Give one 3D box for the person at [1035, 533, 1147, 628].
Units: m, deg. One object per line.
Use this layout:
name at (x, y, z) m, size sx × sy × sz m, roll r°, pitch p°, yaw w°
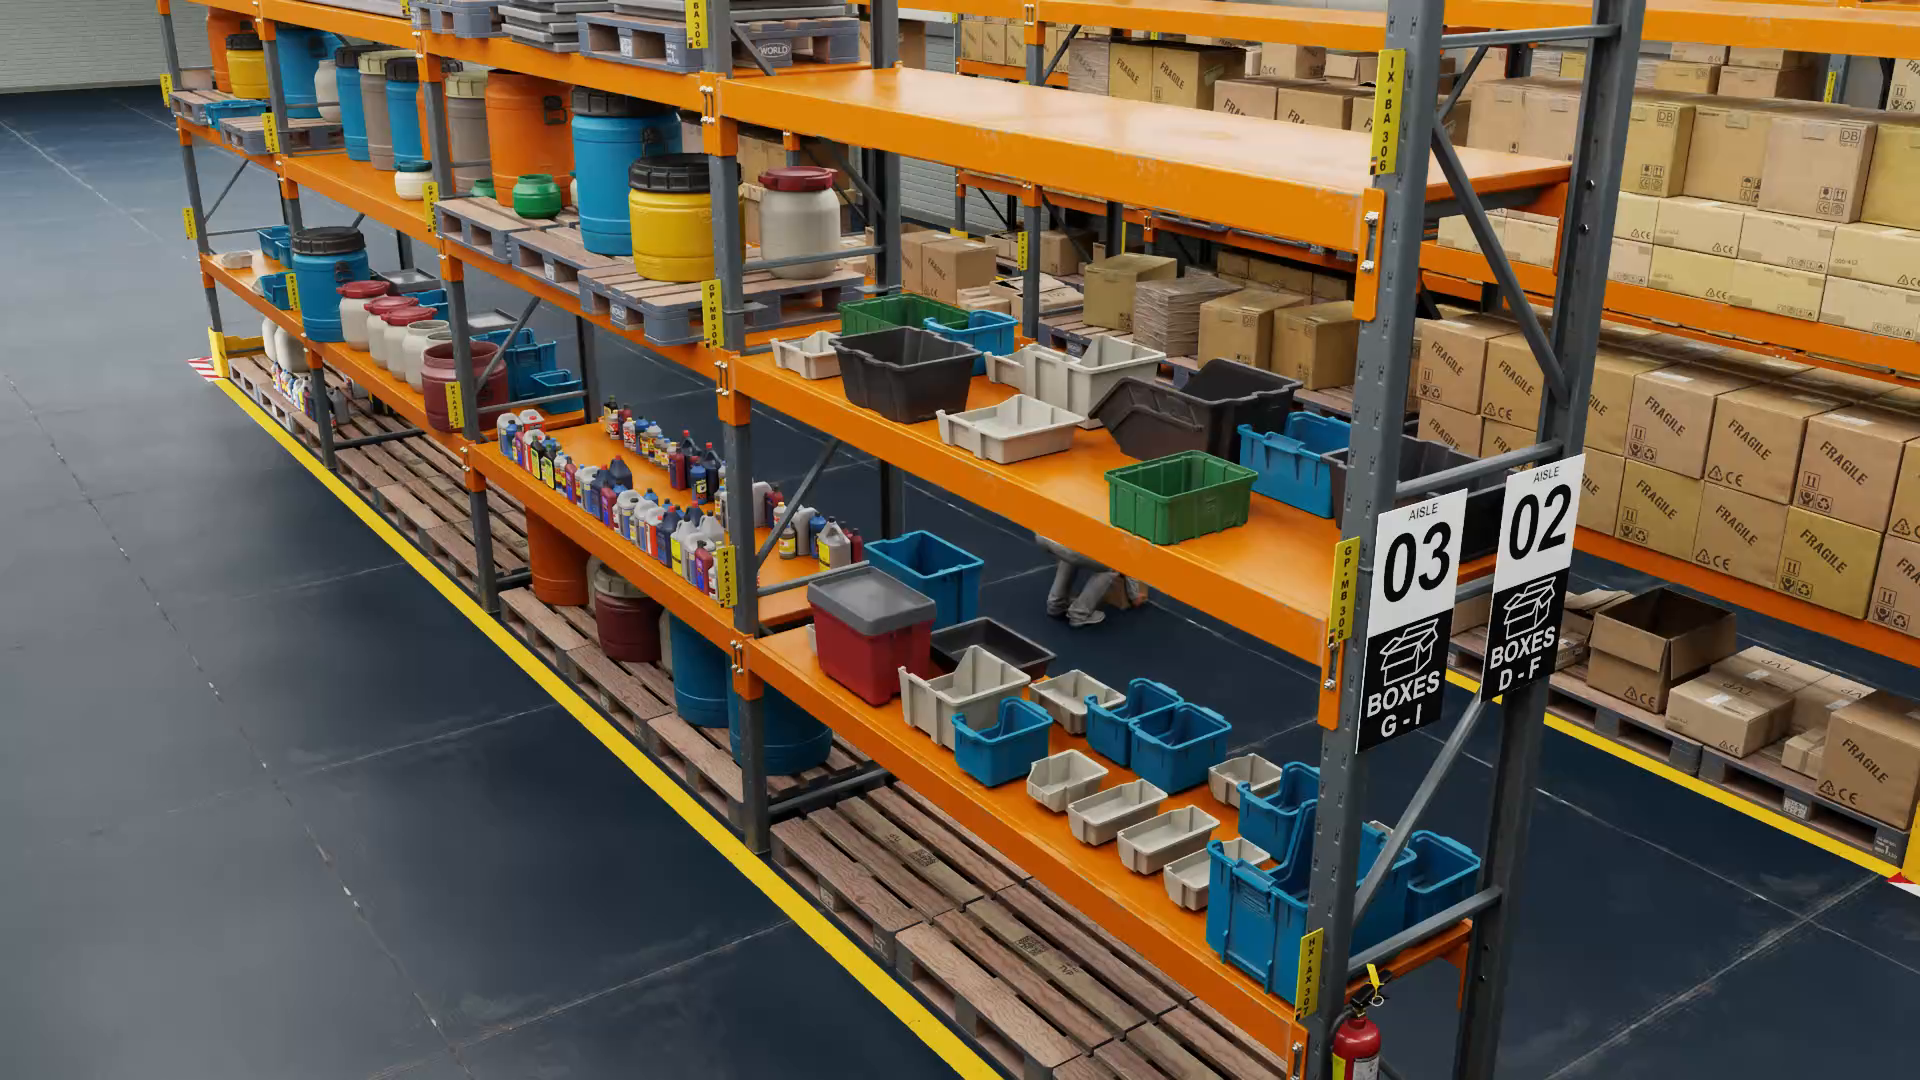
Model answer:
person at (0.976, 0.095, 12.006) m, size 1.001 × 0.916 × 0.519 m, roll -16°, pitch 26°, yaw -35°
